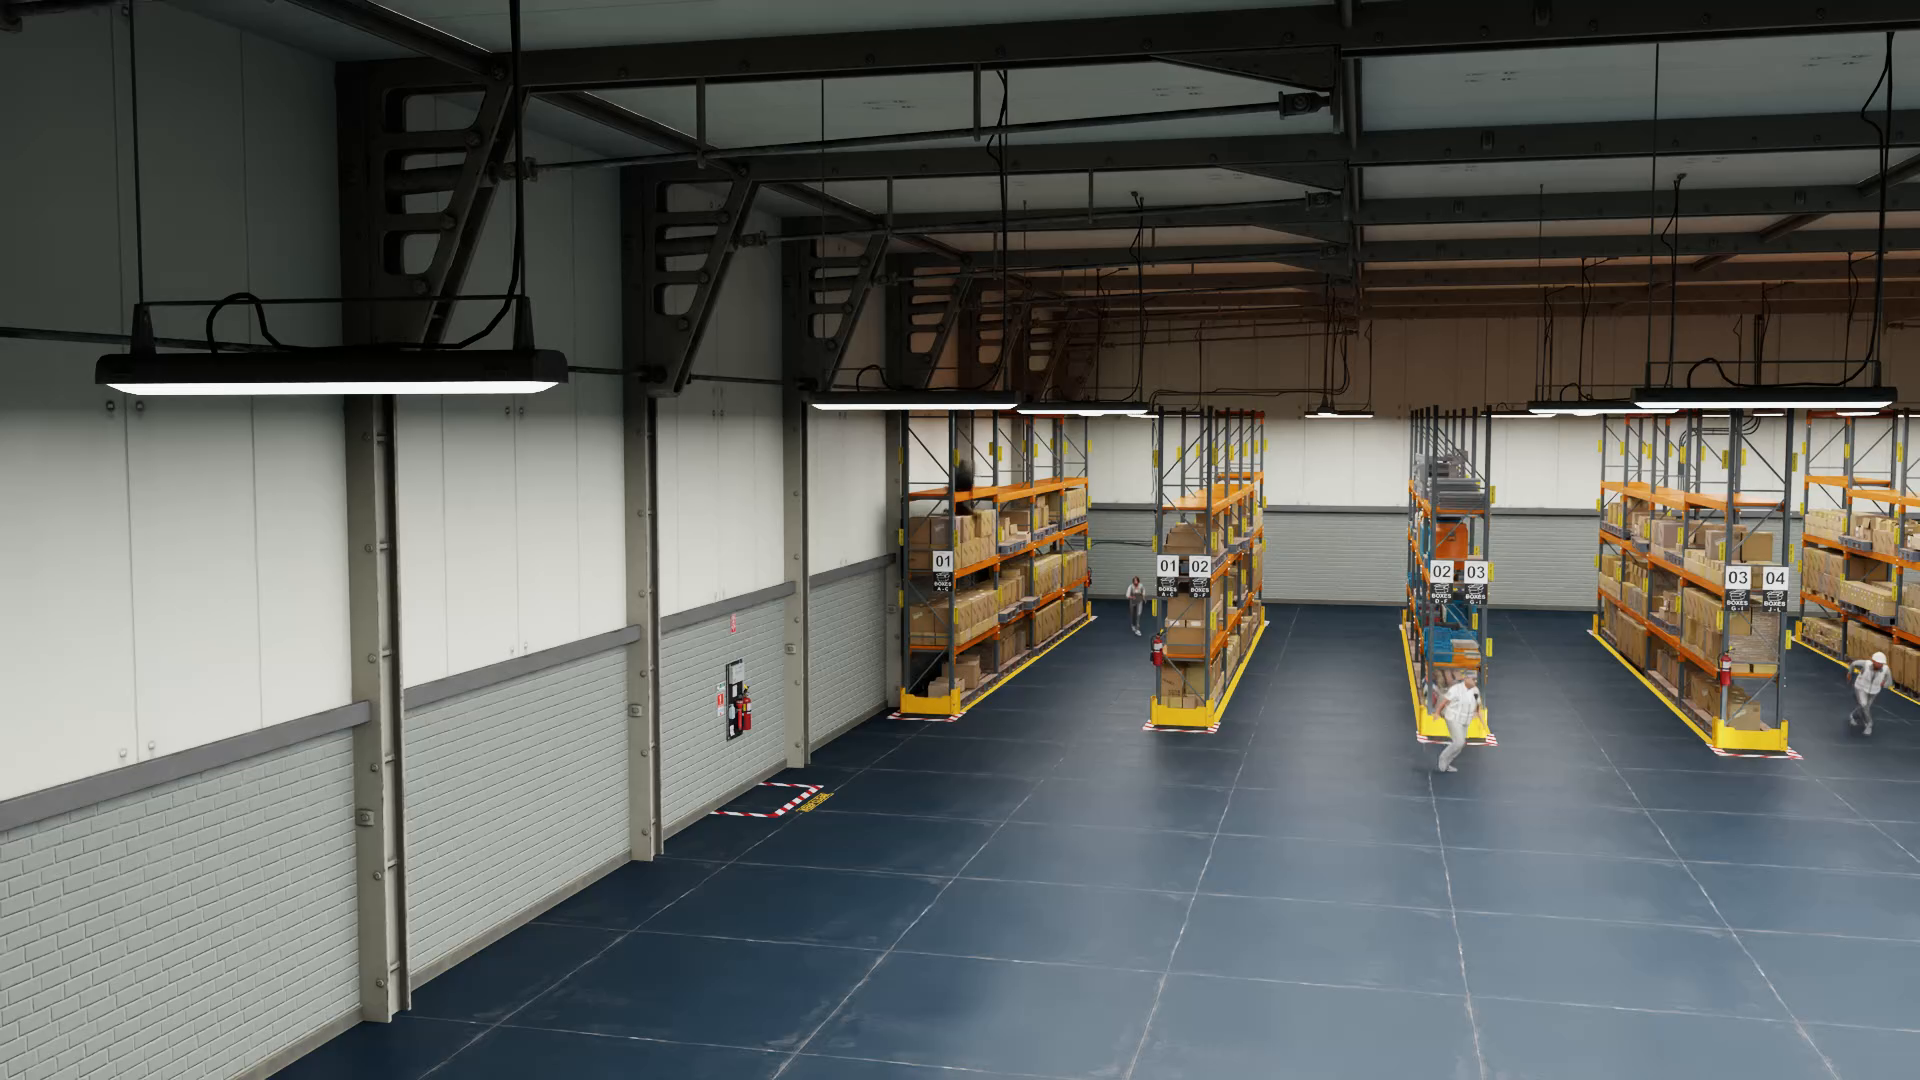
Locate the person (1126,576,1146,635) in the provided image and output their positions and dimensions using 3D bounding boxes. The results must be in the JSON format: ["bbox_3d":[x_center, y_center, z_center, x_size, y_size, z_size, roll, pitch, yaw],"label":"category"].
[{"bbox_3d":[4.718,1.745,44.631,0.536,1.552,0.880,0,4,3],"label":"person"}]

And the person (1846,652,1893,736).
[{"bbox_3d":[16.663,2.774,30.510,0.639,1.551,1.158,1,4,11],"label":"person"}]

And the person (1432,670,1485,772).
[{"bbox_3d":[8.114,2.935,26.989,0.655,1.696,0.724,-2,5,-29],"label":"person"}]
